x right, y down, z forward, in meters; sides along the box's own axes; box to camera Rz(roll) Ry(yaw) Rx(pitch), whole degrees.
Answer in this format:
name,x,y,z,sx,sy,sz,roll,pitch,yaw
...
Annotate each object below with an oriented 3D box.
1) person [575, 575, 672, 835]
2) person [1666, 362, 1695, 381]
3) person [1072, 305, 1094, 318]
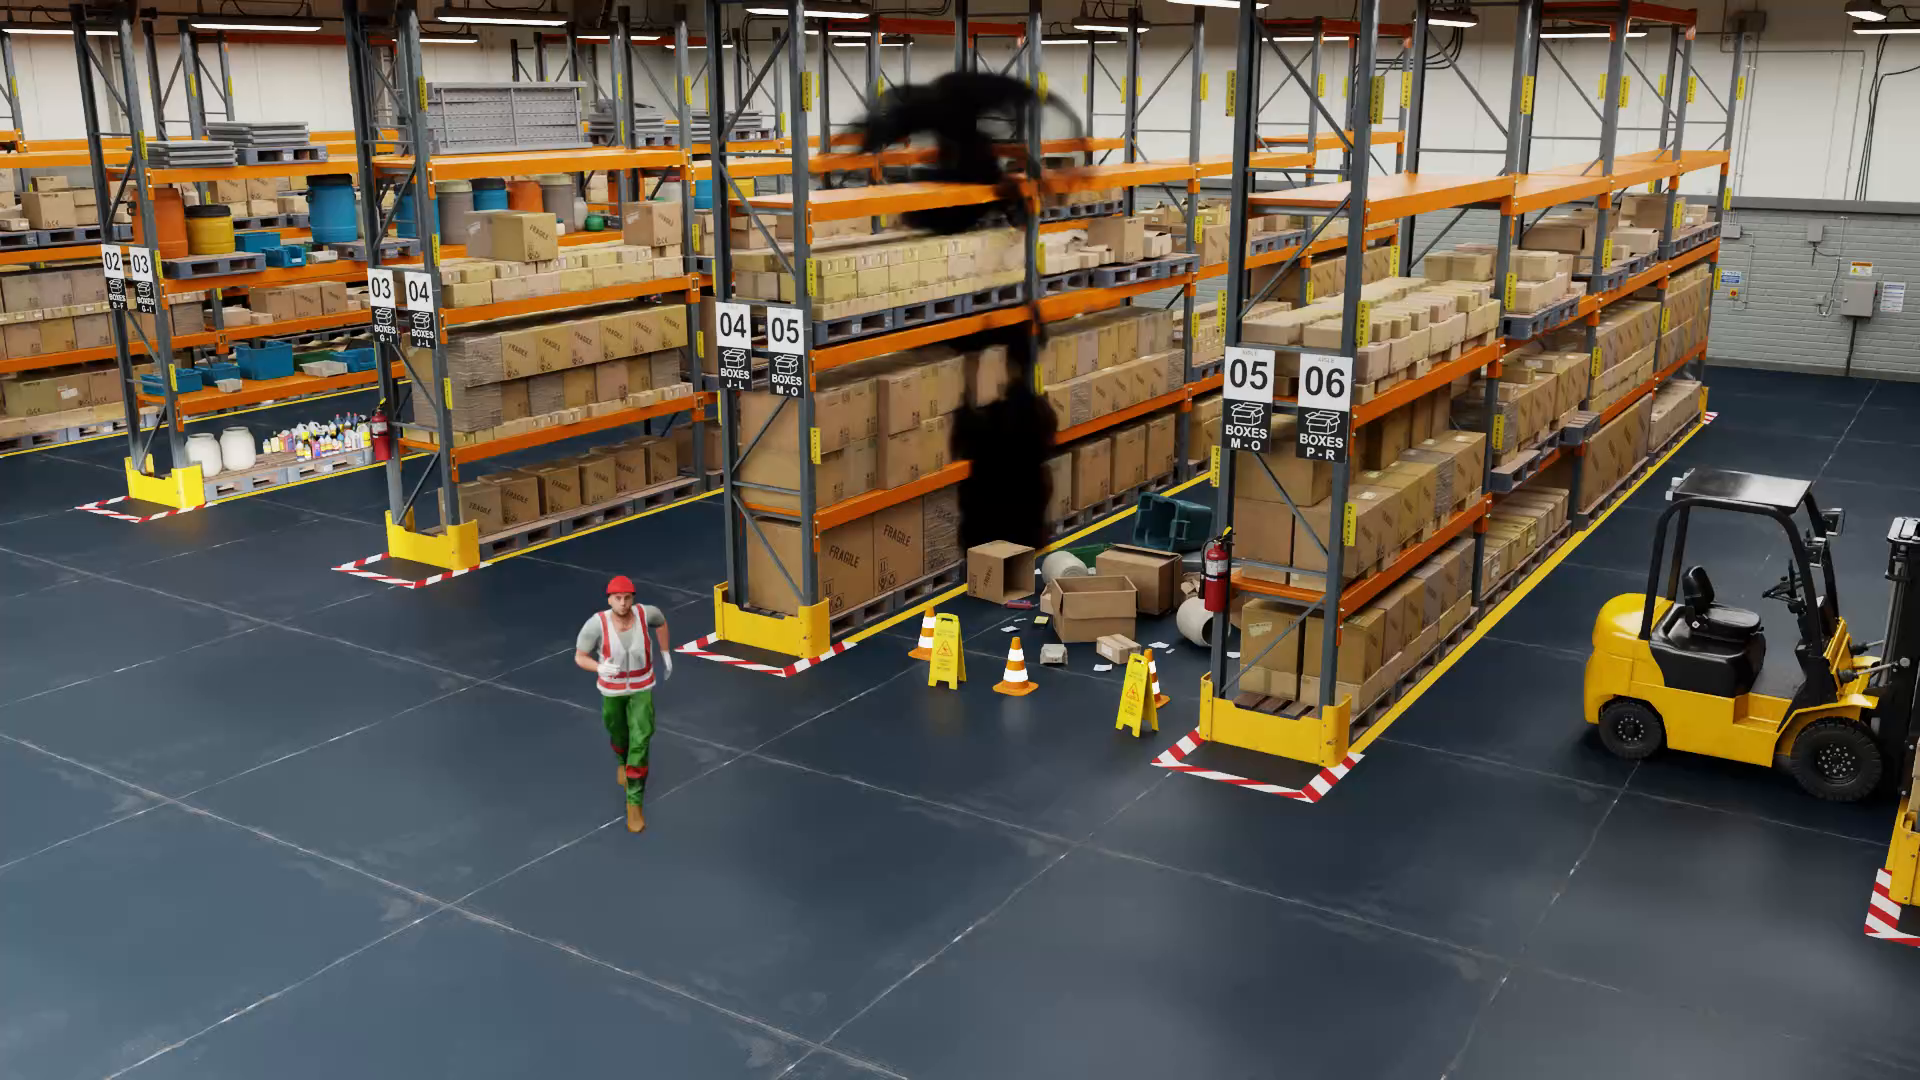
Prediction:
name,x,y,z,sx,sy,sz,roll,pitch,yaw
person,-2.403,1.094,11.967,0.692,1.817,0.983,-5,16,-16
person,11.677,-3.041,27.144,0.592,1.551,0.863,-8,18,-27
person,1.980,-3.053,26.919,0.673,1.741,0.579,8,17,27
